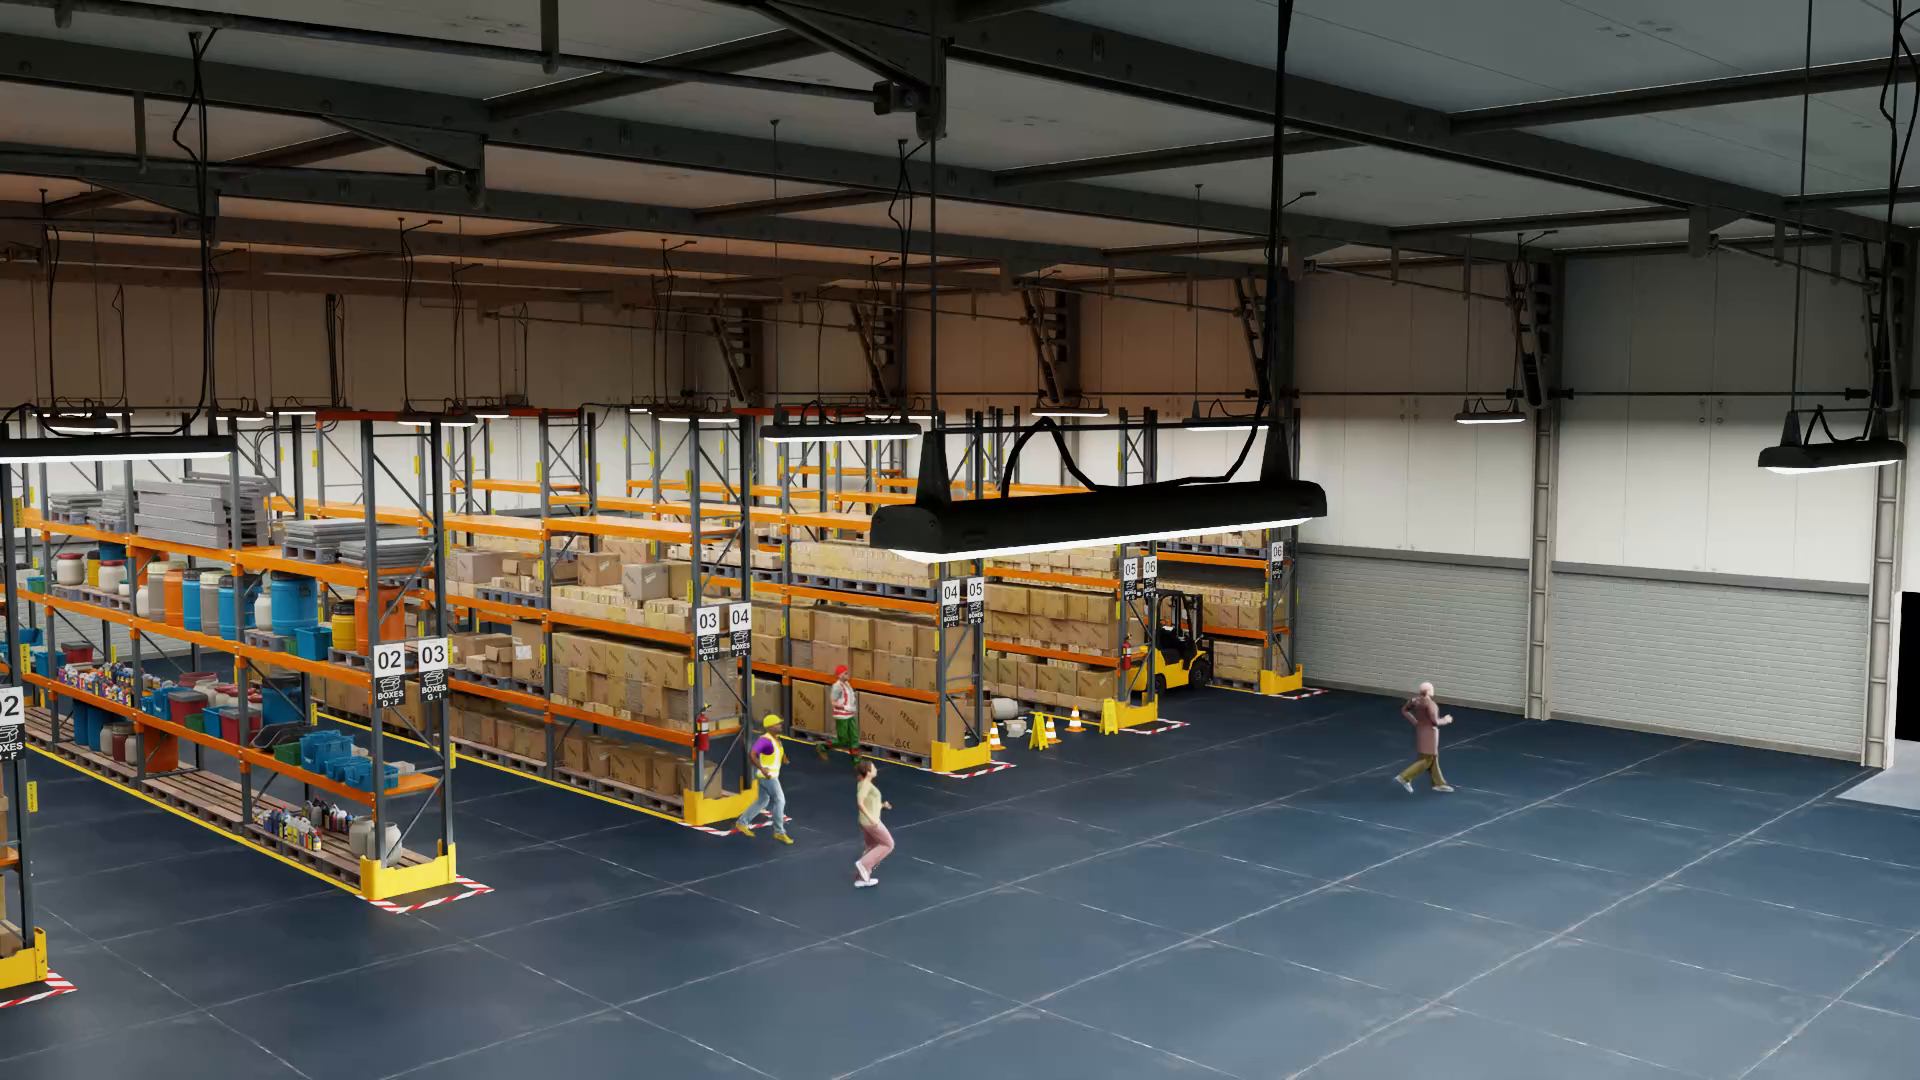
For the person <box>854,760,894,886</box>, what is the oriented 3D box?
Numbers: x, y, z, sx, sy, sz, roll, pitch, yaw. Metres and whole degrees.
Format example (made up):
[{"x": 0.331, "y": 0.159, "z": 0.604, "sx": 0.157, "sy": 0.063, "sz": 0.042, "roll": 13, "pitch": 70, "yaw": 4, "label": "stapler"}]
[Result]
[{"x": -1.119, "y": 3.622, "z": 21.330, "sx": 0.537, "sy": 1.623, "sz": 0.567, "roll": -2, "pitch": 5, "yaw": -19, "label": "person"}]

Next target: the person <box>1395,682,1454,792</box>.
[{"x": 7.307, "y": 3.155, "z": 26.069, "sx": 1.050, "sy": 1.687, "sz": 0.708, "roll": -1, "pitch": 5, "yaw": -11, "label": "person"}]

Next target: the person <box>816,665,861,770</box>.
[{"x": -1.947, "y": 2.968, "z": 27.829, "sx": 0.971, "sy": 1.768, "sz": 0.658, "roll": 2, "pitch": 6, "yaw": 23, "label": "person"}]

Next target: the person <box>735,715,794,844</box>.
[{"x": -2.767, "y": 3.364, "z": 23.552, "sx": 0.842, "sy": 1.800, "sz": 0.701, "roll": 0, "pitch": 5, "yaw": -3, "label": "person"}]
